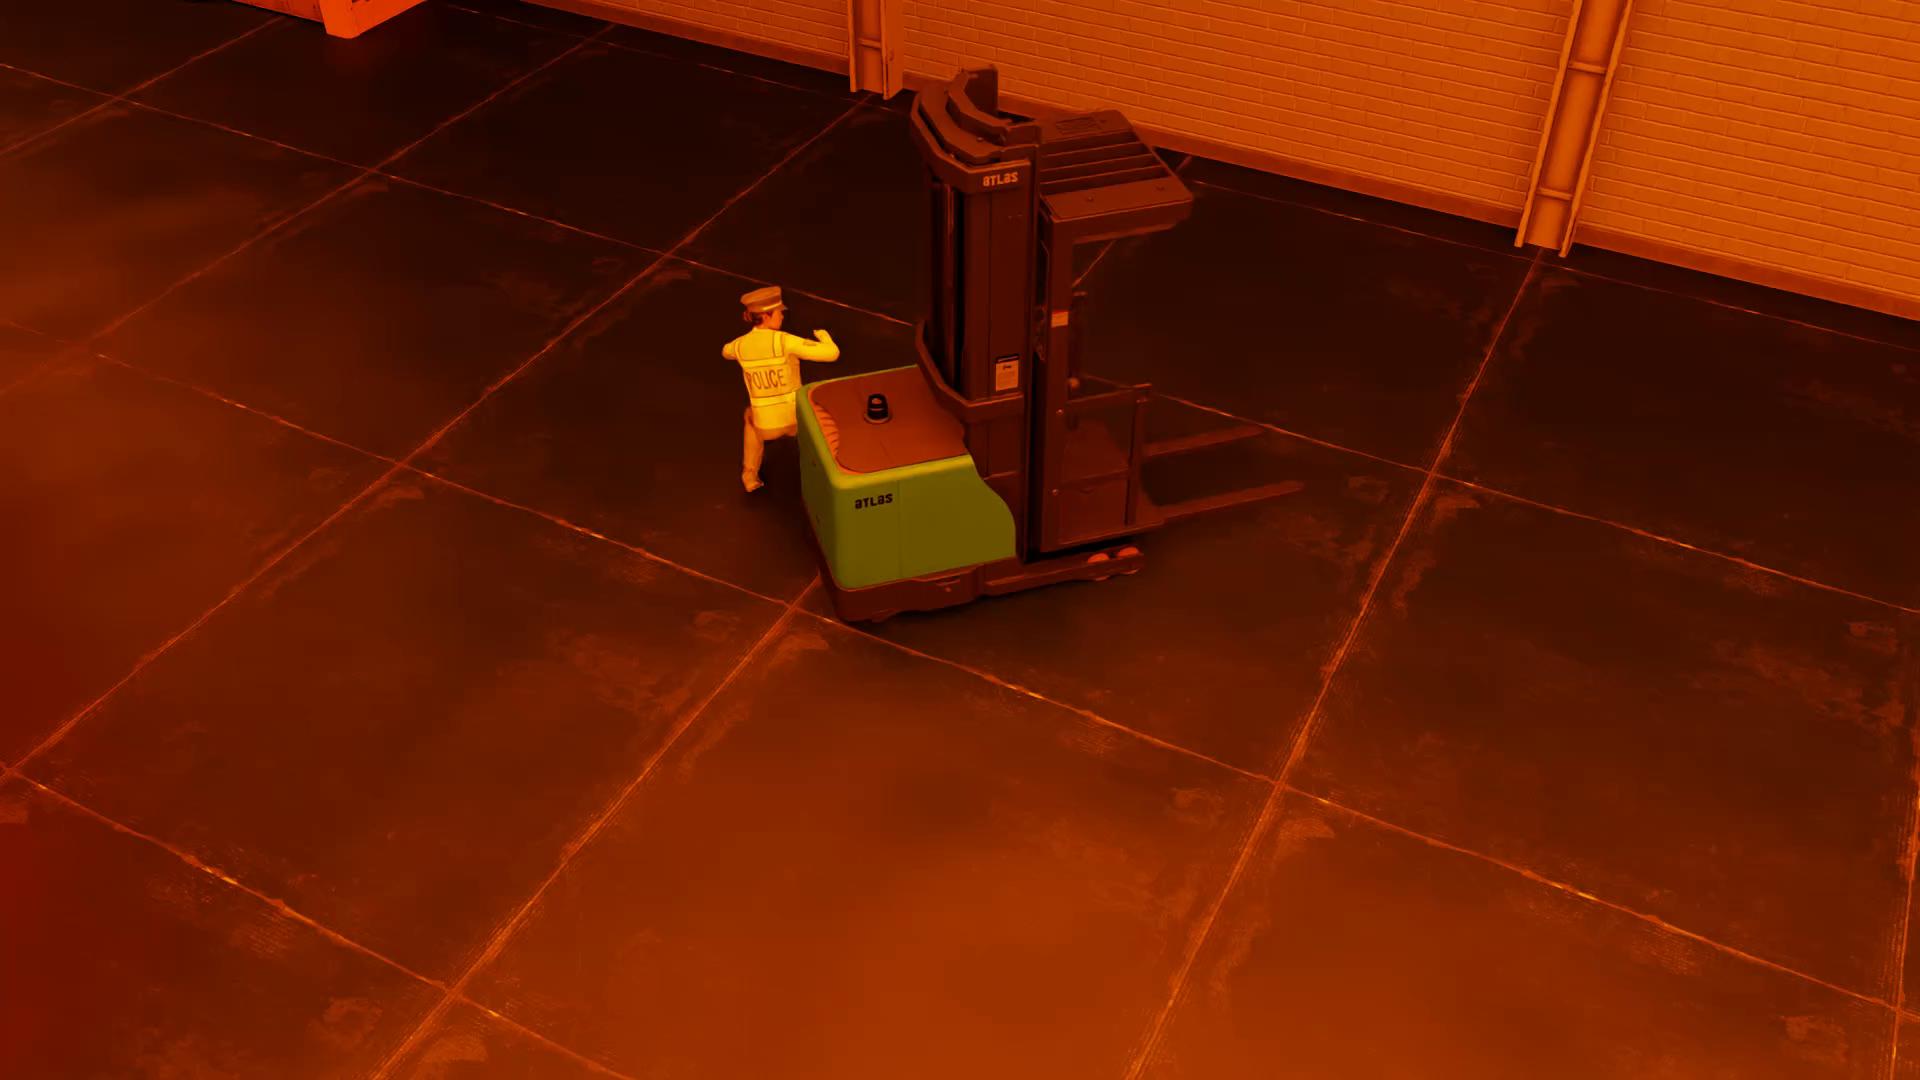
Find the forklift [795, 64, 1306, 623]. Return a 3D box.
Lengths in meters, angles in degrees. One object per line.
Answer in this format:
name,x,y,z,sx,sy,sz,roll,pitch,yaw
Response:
forklift,0.602,-1.191,9.401,3.031,2.935,1.130,-11,41,-13

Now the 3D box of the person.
person,-1.092,-0.956,10.288,0.740,1.414,0.869,-1,40,-1
